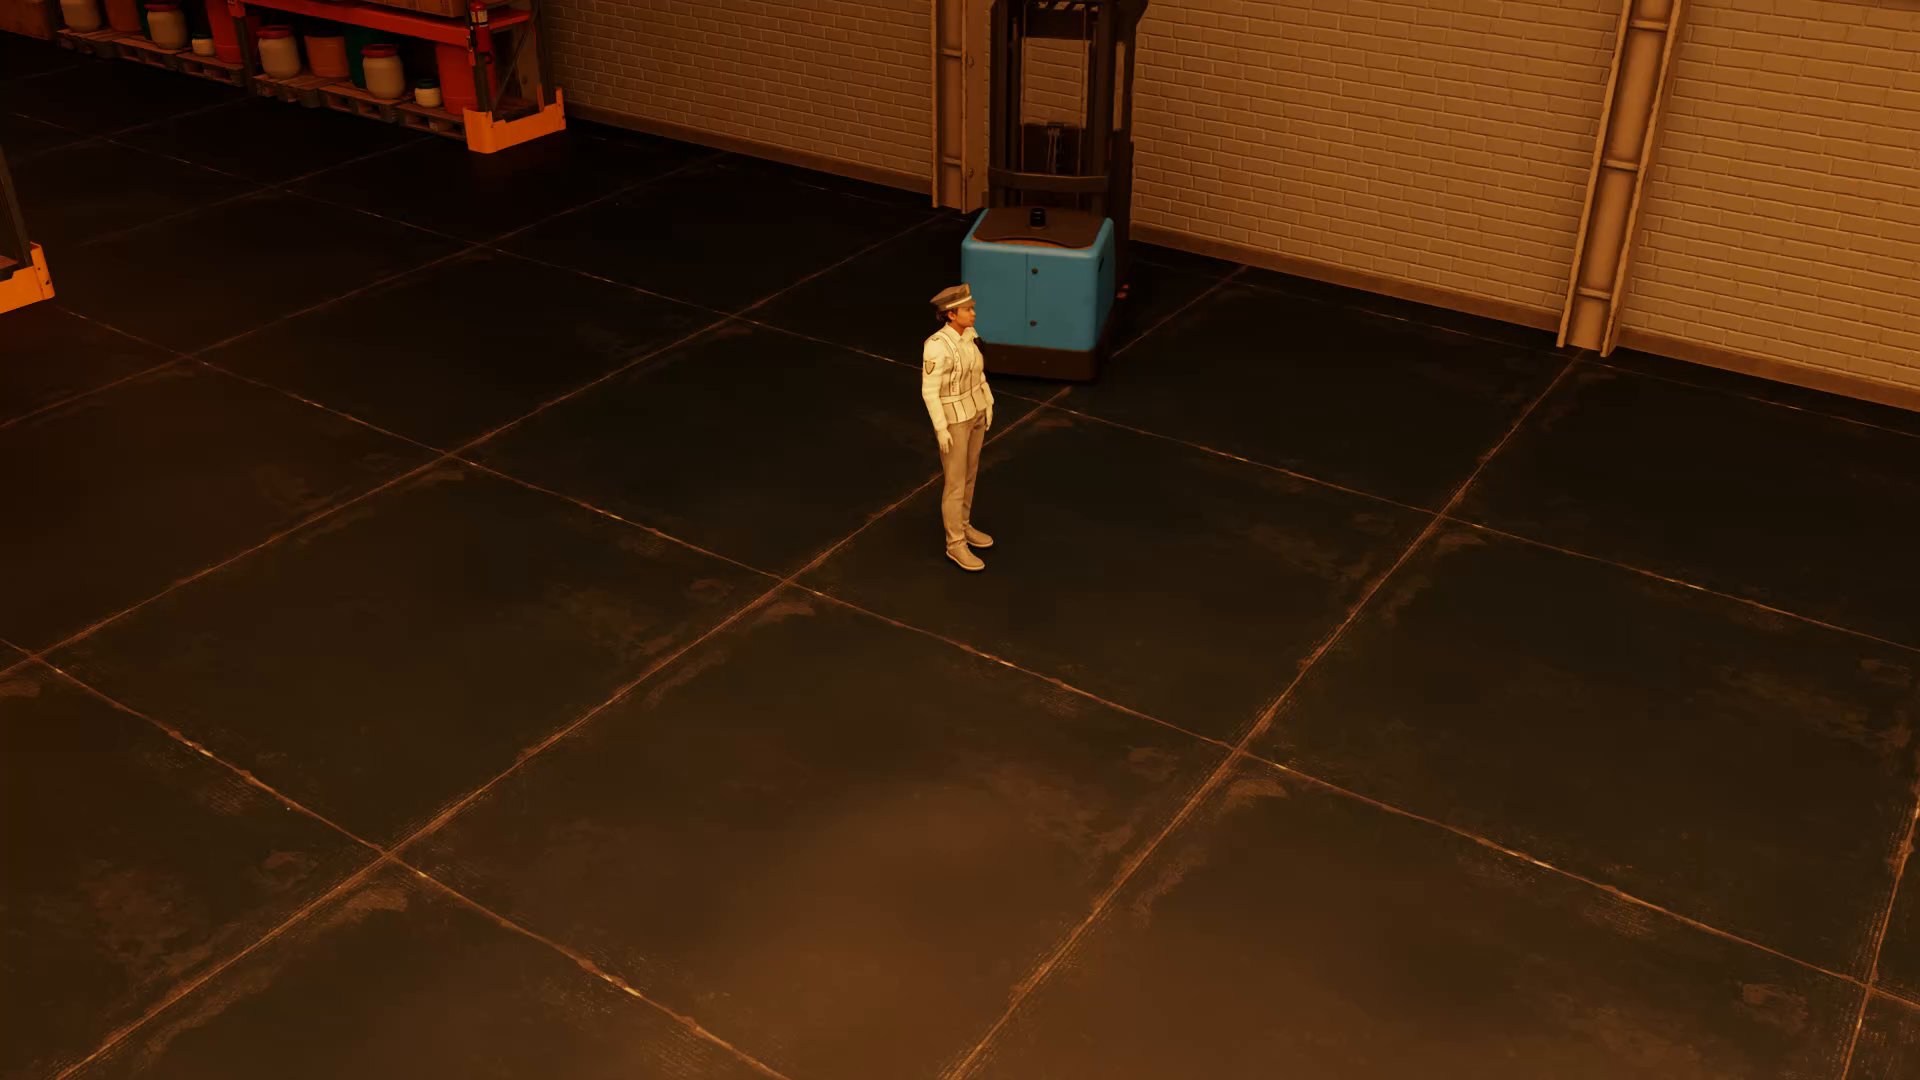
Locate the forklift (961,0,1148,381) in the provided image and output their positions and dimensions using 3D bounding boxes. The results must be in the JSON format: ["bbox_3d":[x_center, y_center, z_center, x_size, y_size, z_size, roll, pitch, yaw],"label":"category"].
[{"bbox_3d":[0.824,-3.177,13.052,1.130,2.935,3.031,7,31,11],"label":"forklift"}]

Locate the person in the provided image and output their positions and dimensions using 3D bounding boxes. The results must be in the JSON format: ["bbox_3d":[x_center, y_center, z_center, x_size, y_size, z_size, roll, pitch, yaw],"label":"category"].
[{"bbox_3d":[0.052,-0.718,10.034,0.533,1.696,0.588,19,35,29],"label":"person"}]
